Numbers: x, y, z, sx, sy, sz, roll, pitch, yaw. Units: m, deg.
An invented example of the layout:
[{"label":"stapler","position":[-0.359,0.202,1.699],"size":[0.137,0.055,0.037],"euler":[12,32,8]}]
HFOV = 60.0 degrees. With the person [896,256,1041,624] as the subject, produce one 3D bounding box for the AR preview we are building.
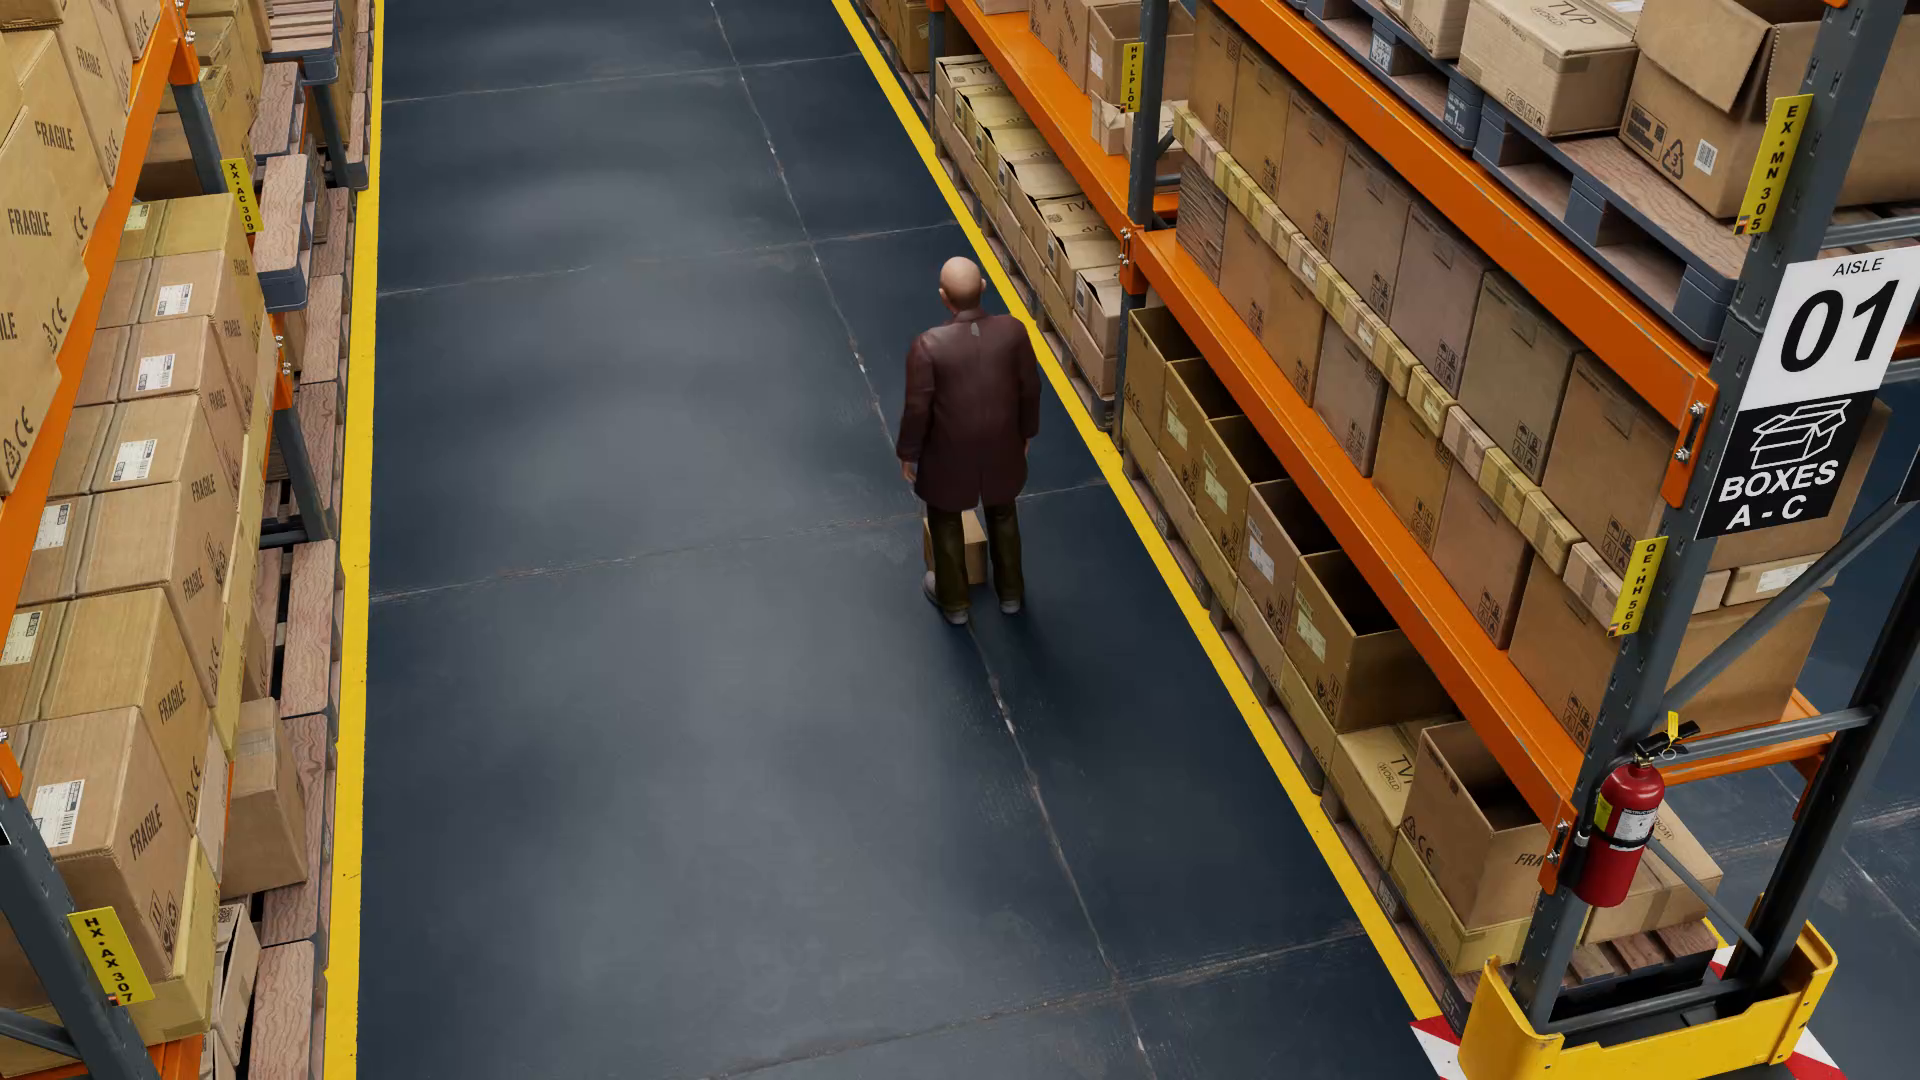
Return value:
[{"label":"person","position":[0.036,-0.413,7.263],"size":[0.653,1.774,0.422],"euler":[-11,39,-14]}]
